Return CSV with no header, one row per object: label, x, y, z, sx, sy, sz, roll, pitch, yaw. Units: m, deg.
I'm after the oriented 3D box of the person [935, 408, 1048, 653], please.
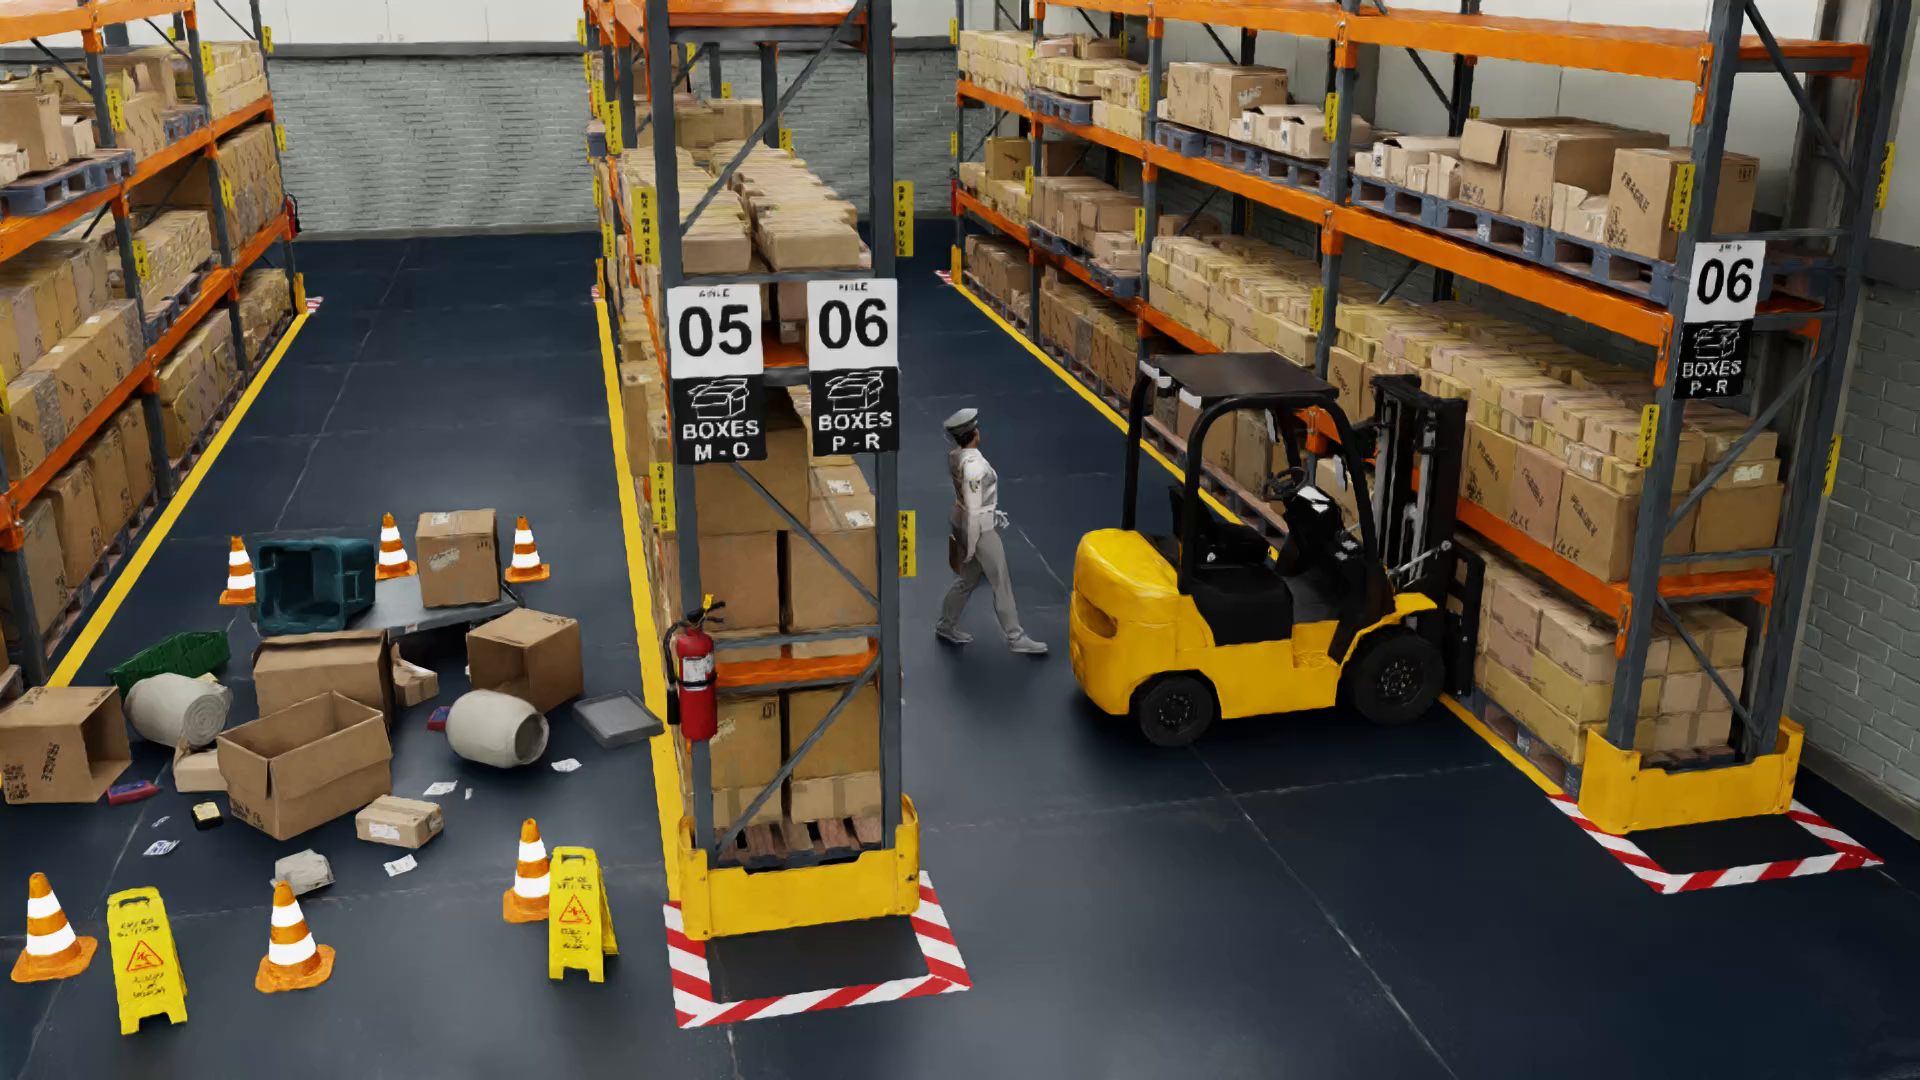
person,0.209,-0.050,11.236,0.646,1.664,0.663,-7,21,-18
